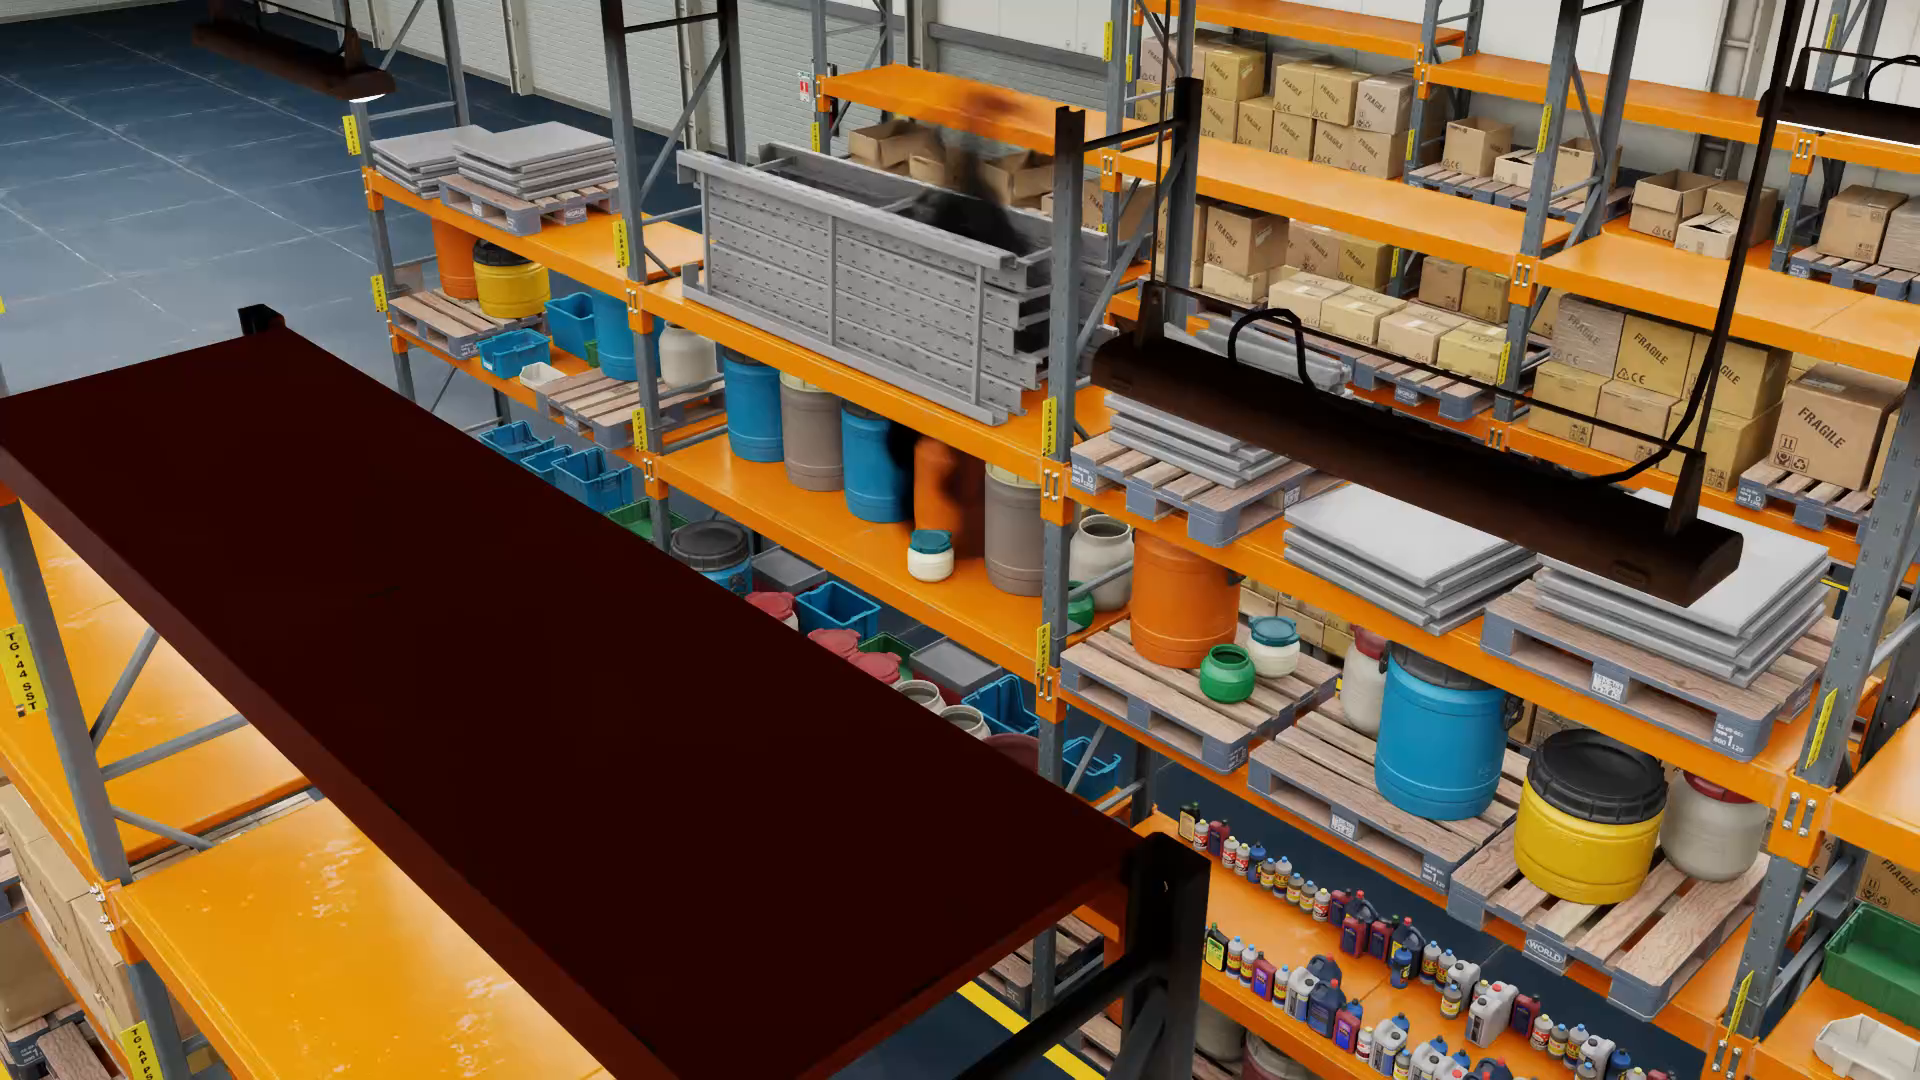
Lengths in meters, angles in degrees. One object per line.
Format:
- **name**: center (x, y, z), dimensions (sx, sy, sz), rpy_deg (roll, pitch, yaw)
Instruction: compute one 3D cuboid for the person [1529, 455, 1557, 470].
- **person**: center (5.286, -0.094, 15.341), dimensions (0.556, 1.697, 0.760), rpy_deg (-20, 34, -32)
